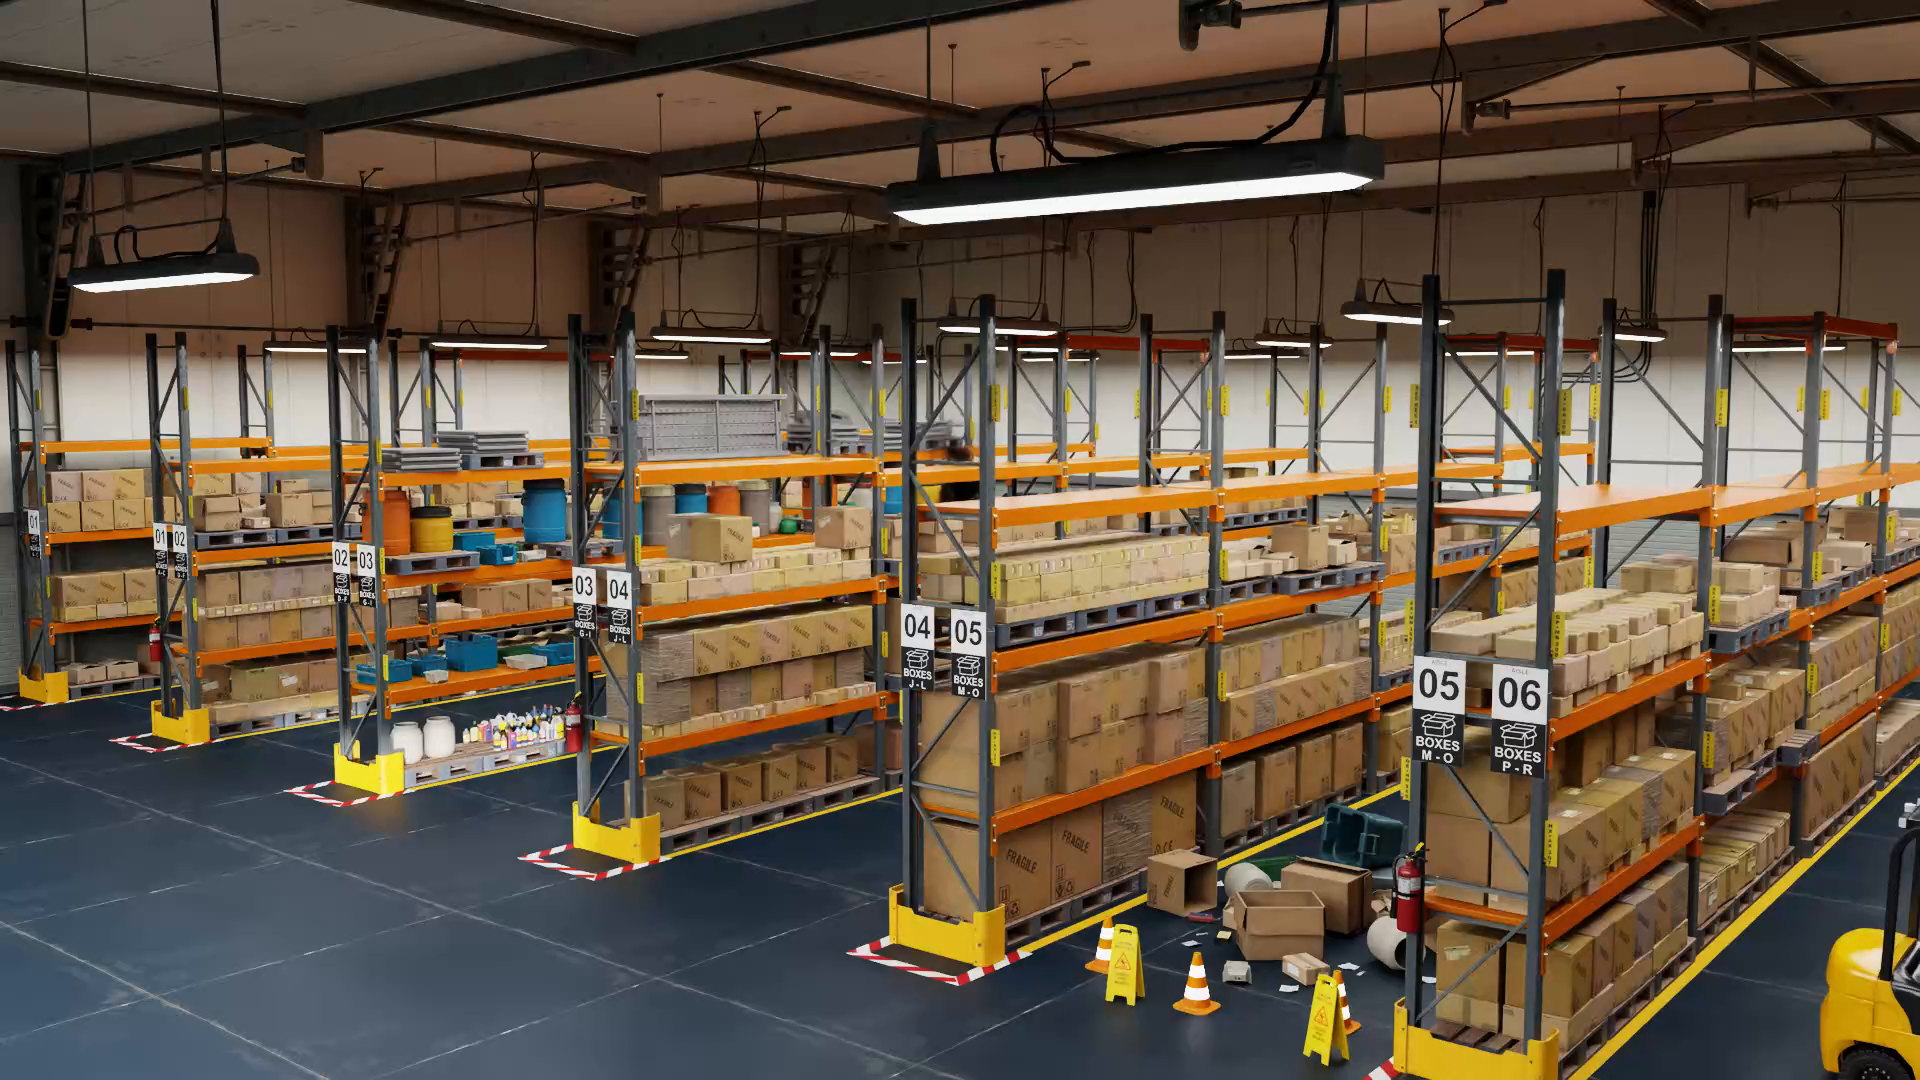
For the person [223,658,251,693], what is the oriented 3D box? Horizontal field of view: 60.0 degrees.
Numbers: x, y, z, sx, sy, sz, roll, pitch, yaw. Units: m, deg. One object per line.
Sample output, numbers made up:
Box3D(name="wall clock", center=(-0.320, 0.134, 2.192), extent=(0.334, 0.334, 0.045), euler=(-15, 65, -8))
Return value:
Box3D(name="person", center=(-11.656, 1.860, 27.044), extent=(0.720, 1.762, 0.795), euler=(4, 7, 39))
